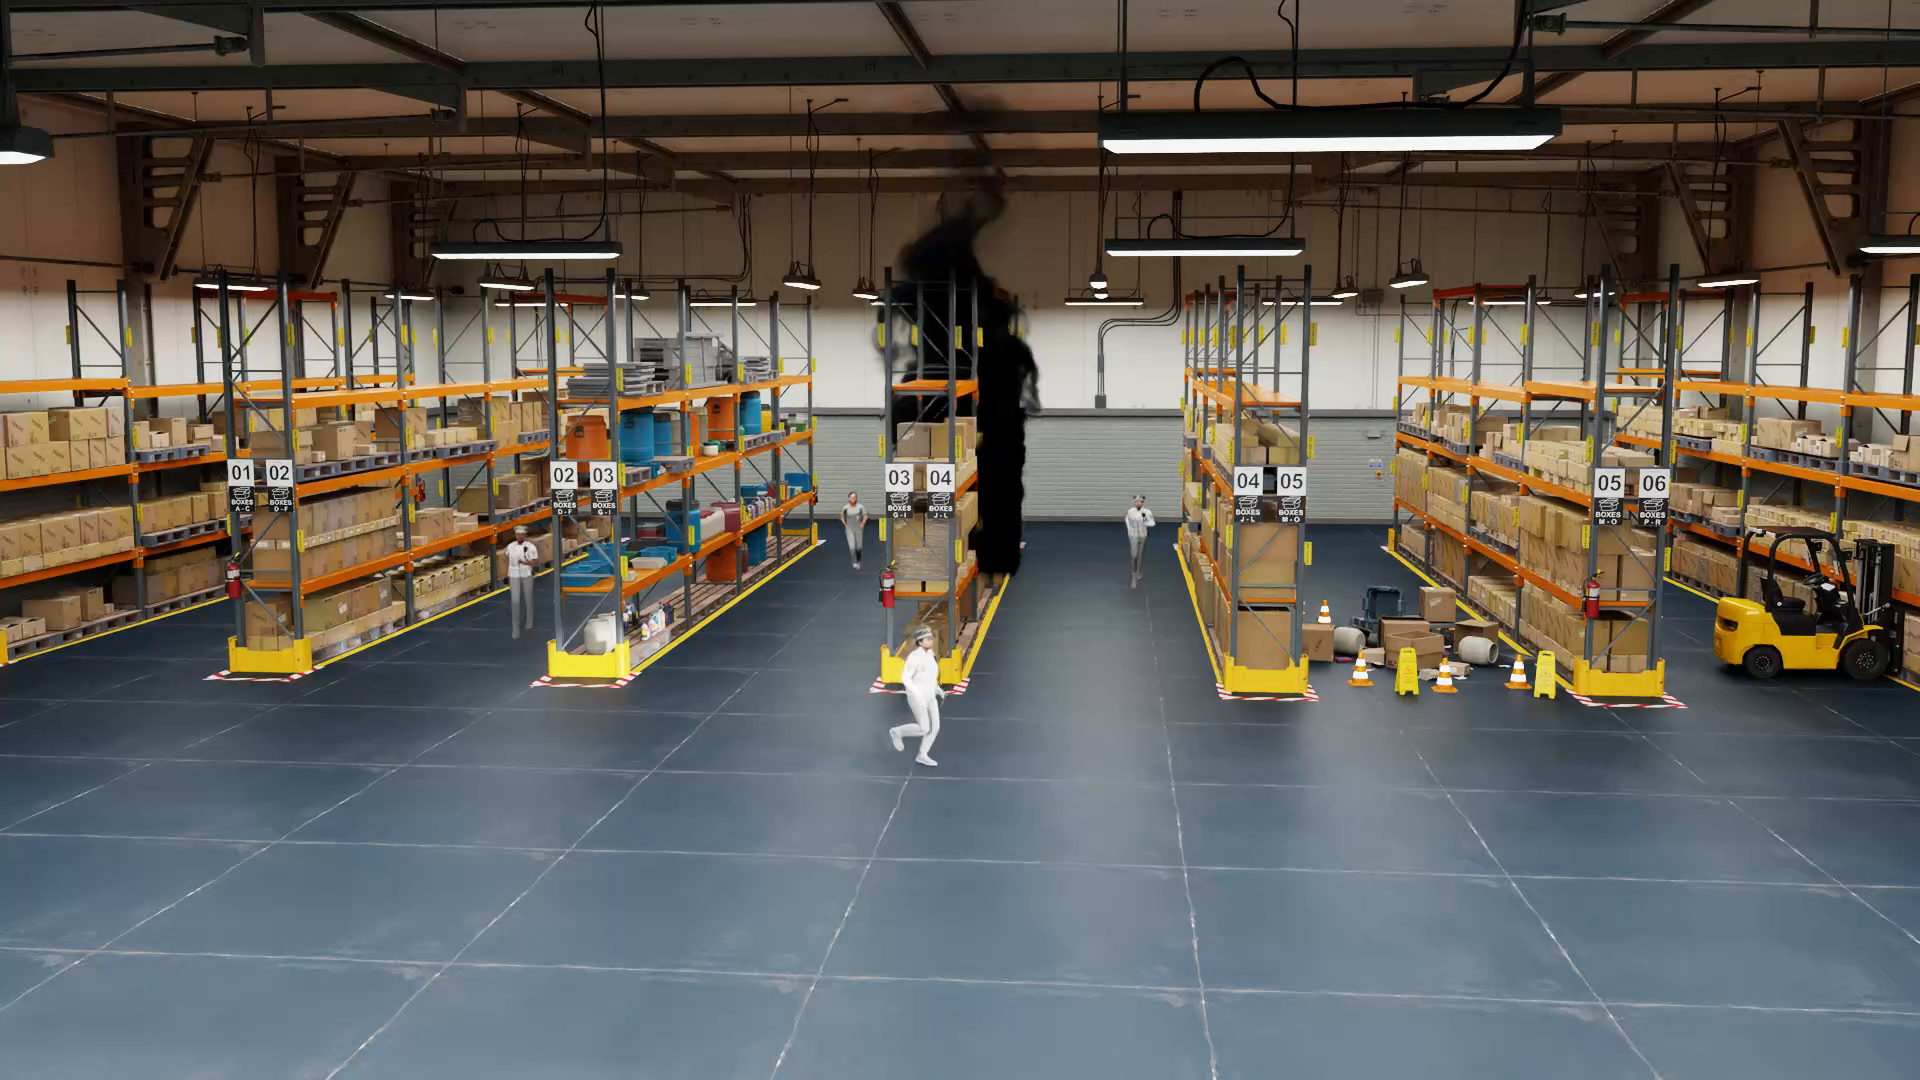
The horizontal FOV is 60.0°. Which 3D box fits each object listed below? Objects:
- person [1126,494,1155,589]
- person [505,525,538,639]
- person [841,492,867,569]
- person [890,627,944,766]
[{"bbox_3d":[3.476,0.007,32.104,0.579,1.805,0.720,1,7,7],"label":"person"},{"bbox_3d":[-7.030,0.649,26.624,0.537,1.788,0.724,-1,7,-9],"label":"person"},{"bbox_3d":[-2.178,-0.182,34.154,0.541,1.623,0.525,0,7,-3],"label":"person"},{"bbox_3d":[-0.512,1.823,19.617,0.595,1.651,0.610,5,8,34],"label":"person"}]
